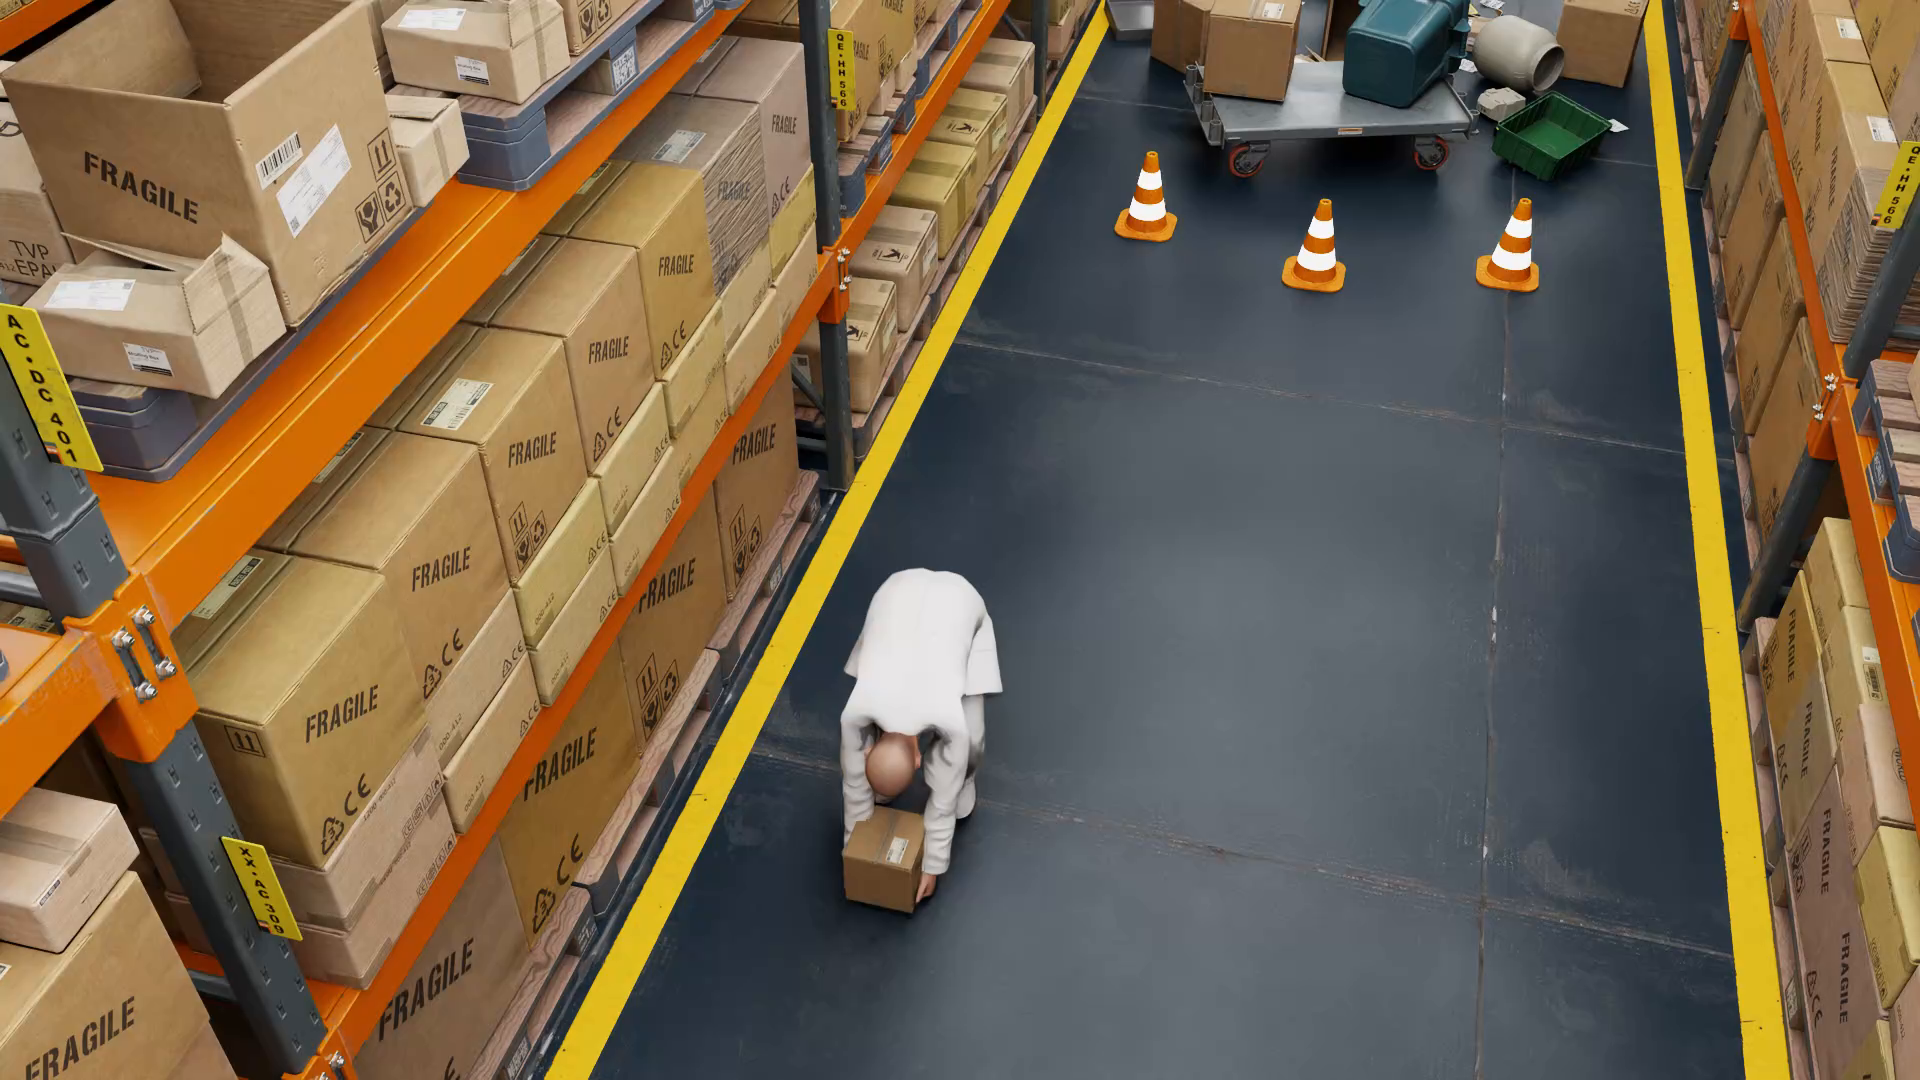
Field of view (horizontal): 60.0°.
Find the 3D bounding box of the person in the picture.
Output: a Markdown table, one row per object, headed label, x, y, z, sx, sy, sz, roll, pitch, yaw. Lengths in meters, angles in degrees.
| label | x | y | z | sx | sy | sz | roll | pitch | yaw |
| --- | --- | --- | --- | --- | --- | --- | --- | --- | --- |
| person | -0.165 | 0.671 | 6.005 | 0.594 | 0.966 | 0.944 | 8 | 41 | 9 |
